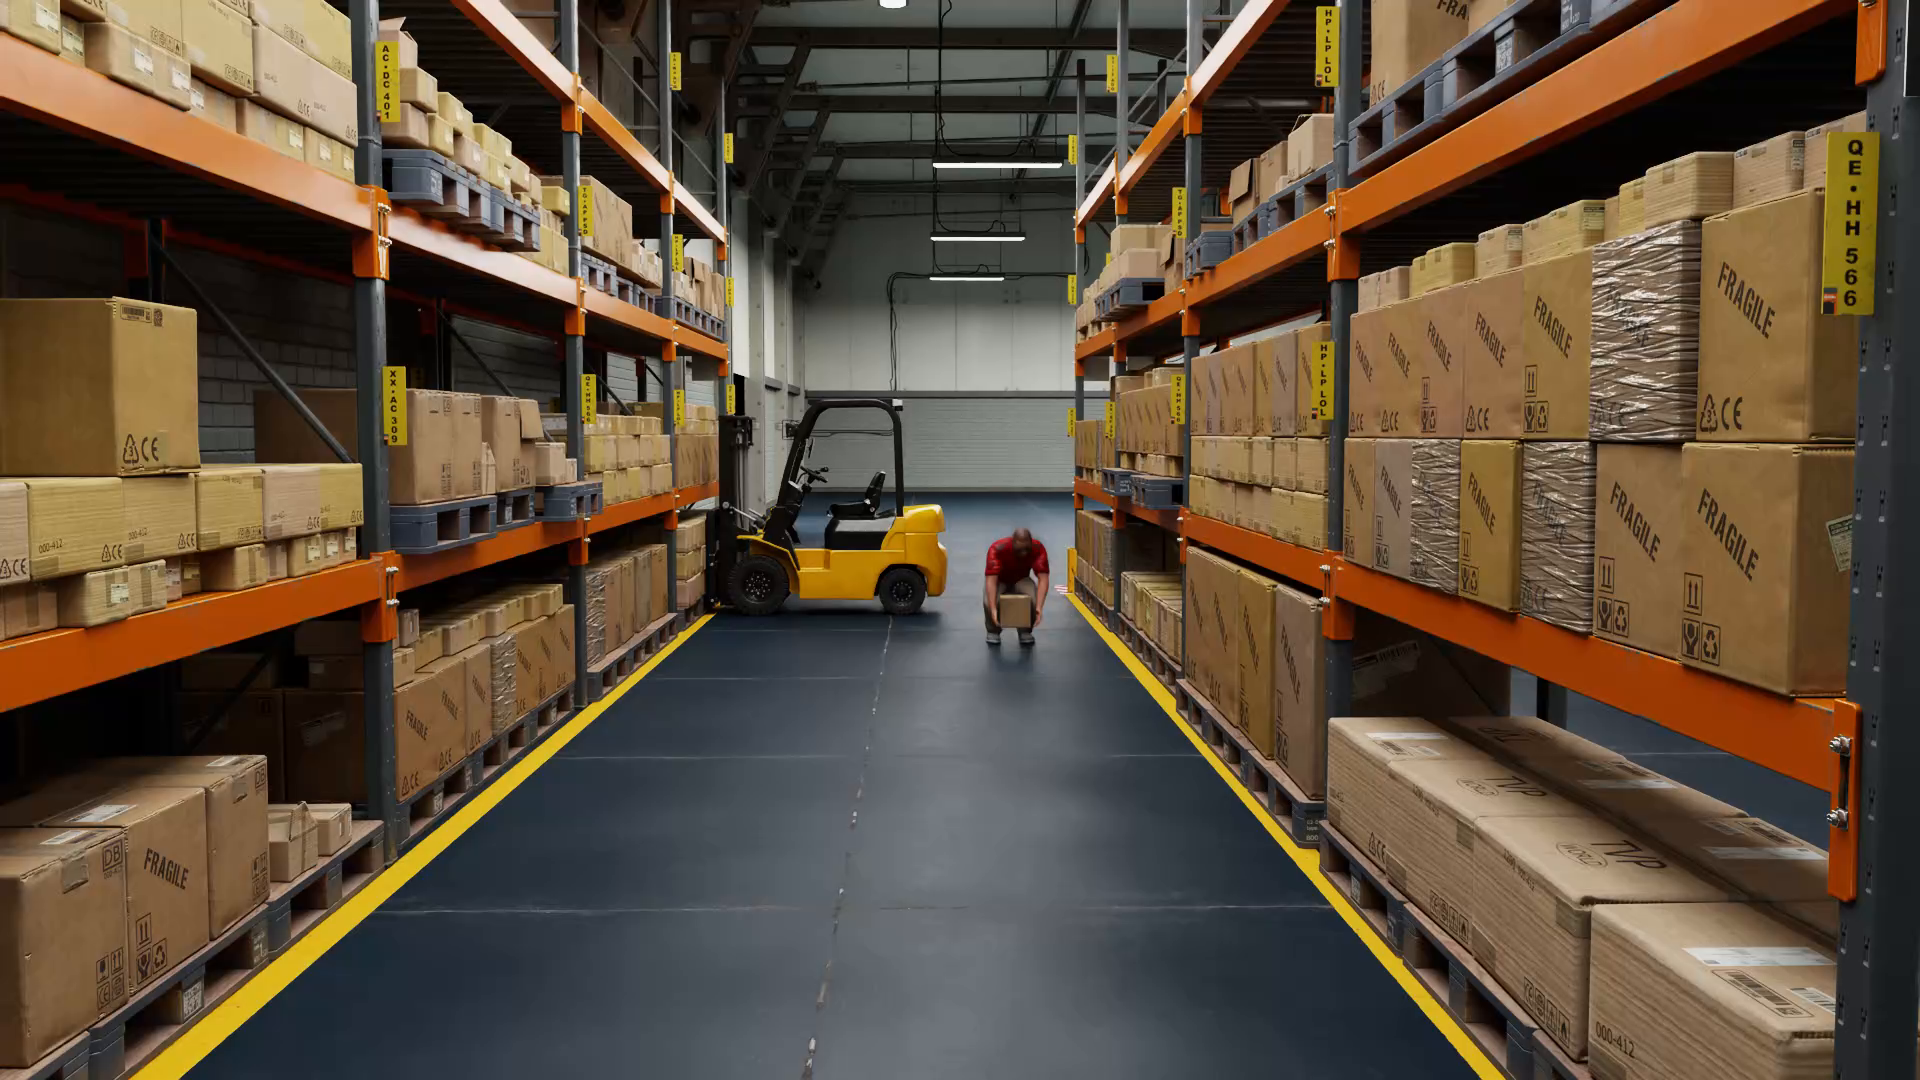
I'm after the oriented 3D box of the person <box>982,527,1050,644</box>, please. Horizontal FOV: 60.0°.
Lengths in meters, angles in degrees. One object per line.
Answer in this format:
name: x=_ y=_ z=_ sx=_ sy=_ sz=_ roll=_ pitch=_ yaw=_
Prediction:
person: x=0.474 y=0.394 z=14.335 sx=0.570 sy=1.016 sz=0.871 roll=0 pitch=4 yaw=-3
